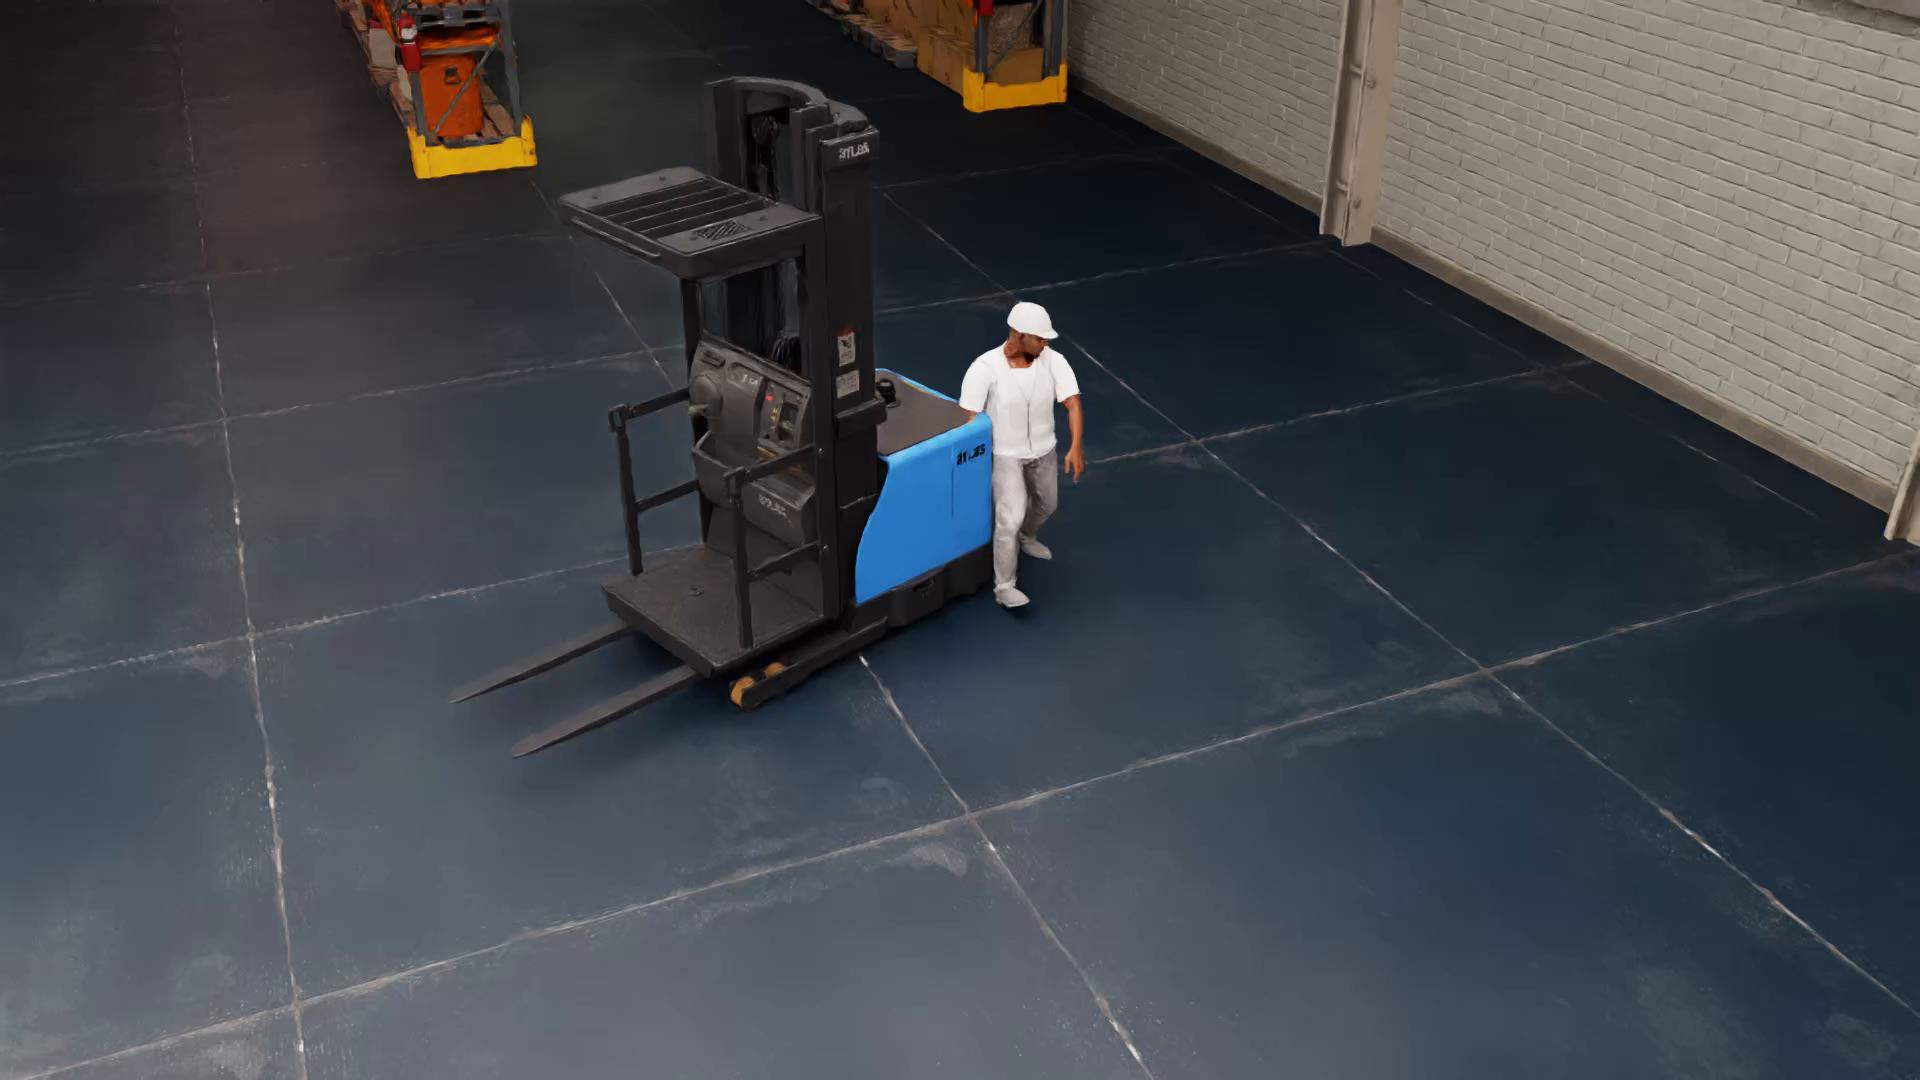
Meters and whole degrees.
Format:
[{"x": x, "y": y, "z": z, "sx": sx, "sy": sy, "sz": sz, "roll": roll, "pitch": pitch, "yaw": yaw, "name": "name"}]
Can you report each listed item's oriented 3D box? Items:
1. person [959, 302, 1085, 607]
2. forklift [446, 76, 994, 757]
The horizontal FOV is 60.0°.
[{"x": 0.321, "y": -0.483, "z": 9.256, "sx": 0.728, "sy": 1.704, "sz": 0.833, "roll": -13, "pitch": 32, "yaw": -22, "name": "person"}, {"x": -1.225, "y": -0.692, "z": 8.331, "sx": 3.031, "sy": 2.935, "sz": 1.130, "roll": -25, "pitch": 38, "yaw": -37, "name": "forklift"}]
